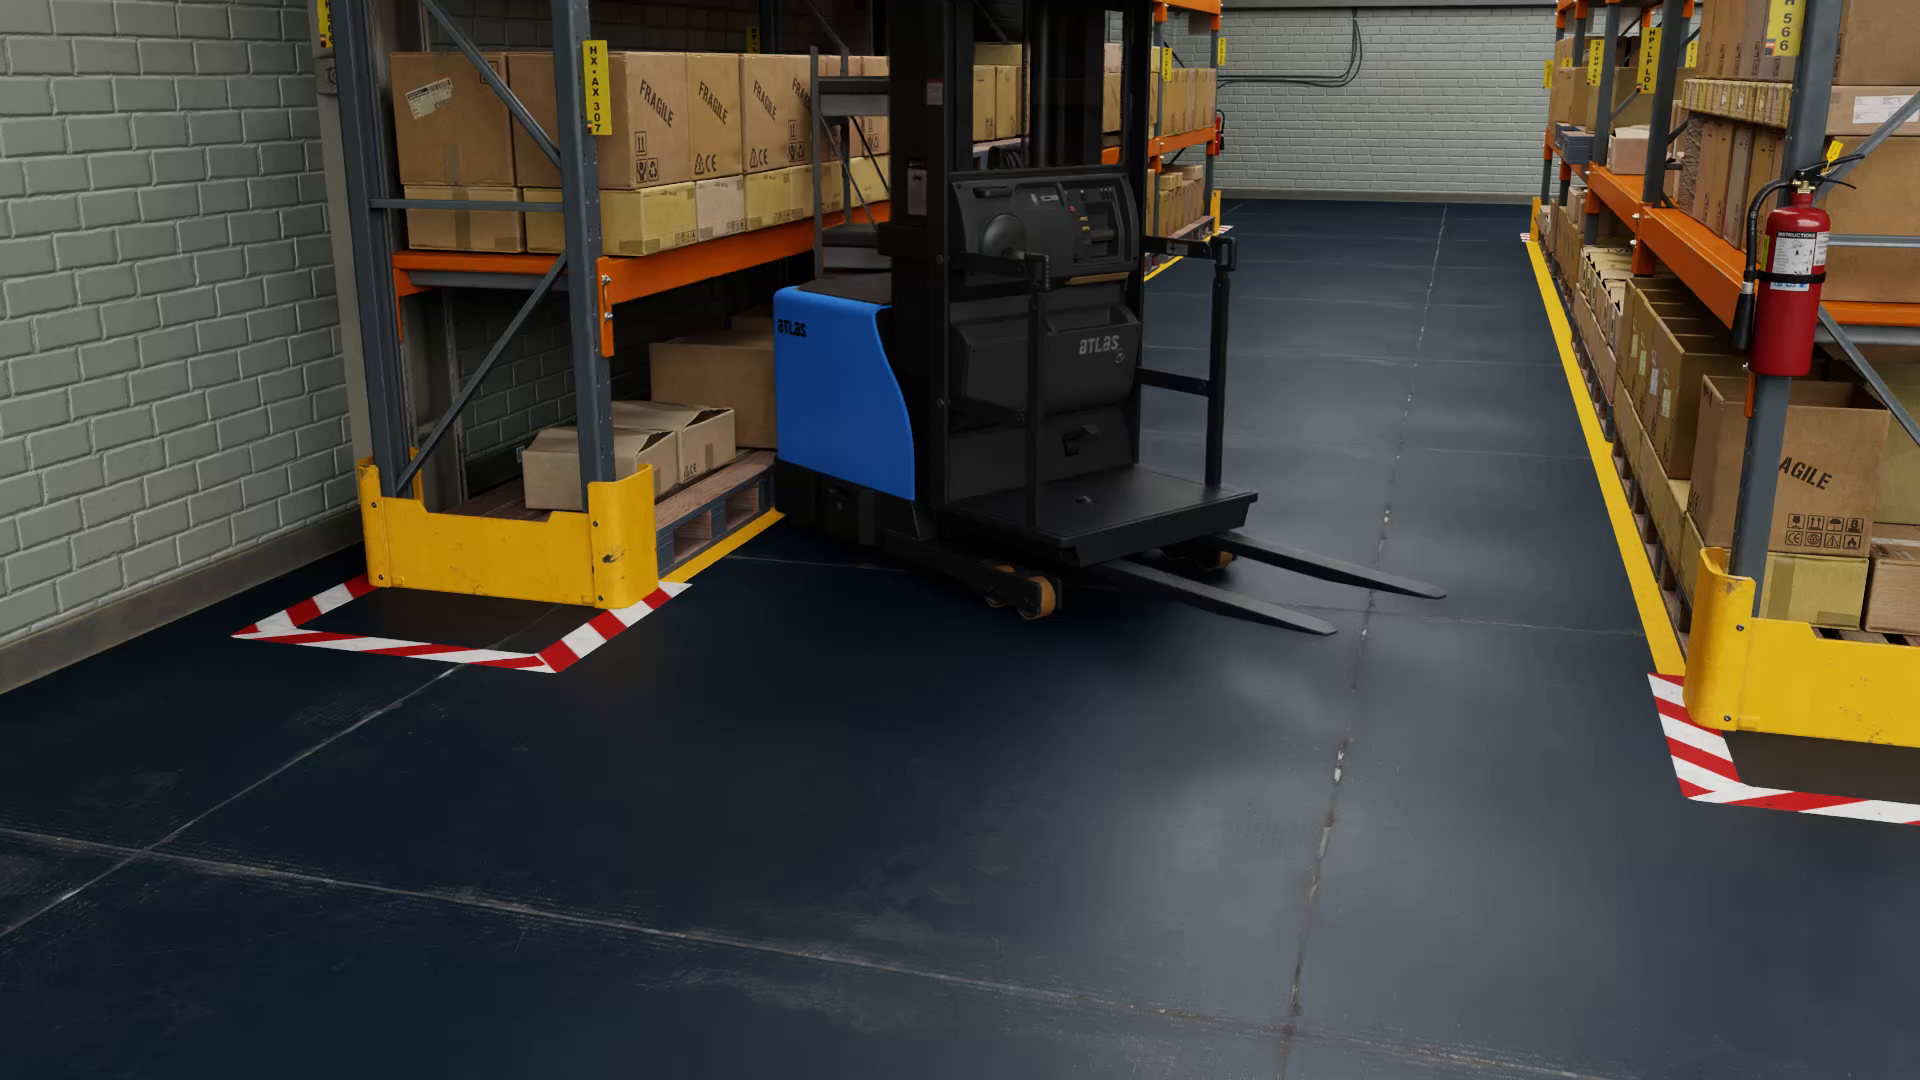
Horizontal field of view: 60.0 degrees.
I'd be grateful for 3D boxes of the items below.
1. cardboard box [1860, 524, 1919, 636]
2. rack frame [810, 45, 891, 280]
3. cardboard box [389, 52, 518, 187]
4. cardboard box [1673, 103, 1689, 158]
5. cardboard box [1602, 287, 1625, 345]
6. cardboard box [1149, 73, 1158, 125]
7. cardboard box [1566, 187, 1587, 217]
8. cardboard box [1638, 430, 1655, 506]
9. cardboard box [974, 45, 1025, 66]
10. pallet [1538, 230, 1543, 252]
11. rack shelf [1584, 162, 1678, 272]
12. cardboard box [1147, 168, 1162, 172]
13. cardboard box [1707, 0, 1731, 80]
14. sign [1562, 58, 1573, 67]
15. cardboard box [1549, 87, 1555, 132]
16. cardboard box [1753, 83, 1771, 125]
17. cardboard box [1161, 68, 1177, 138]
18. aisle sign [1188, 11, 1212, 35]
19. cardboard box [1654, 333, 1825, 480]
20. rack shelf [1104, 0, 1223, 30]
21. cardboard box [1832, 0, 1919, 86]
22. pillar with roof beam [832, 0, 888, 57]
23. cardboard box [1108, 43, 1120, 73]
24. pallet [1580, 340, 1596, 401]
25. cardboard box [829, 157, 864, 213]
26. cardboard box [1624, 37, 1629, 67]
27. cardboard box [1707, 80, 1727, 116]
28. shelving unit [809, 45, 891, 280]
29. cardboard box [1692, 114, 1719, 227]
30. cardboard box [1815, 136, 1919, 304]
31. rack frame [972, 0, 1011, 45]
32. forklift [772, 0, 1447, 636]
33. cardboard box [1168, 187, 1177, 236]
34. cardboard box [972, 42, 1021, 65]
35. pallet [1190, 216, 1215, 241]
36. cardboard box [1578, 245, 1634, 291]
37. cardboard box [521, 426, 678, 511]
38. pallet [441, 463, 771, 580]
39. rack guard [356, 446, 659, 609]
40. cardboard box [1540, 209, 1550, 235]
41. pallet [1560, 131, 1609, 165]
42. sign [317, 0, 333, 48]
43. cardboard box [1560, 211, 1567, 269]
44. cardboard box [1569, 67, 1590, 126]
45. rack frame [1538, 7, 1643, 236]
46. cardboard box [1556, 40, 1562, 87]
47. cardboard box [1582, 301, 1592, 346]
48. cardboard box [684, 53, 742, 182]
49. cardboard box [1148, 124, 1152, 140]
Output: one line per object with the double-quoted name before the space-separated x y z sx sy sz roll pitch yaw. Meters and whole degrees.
"cardboard box" 3.295 0.138 5.614 0.500 0.250 0.500 5 16 16
"rack frame" -0.492 -1.249 7.884 0.400 2.100 0.015 4 16 12
"cardboard box" -1.891 -1.681 6.621 0.500 0.500 0.500 4 16 15
"cardboard box" 4.450 -2.291 9.728 0.500 0.500 0.500 6 17 20
"cardboard box" 4.049 -1.320 9.727 0.500 0.311 0.500 5 17 17
"cardboard box" 1.700 -4.443 16.730 0.500 0.500 0.500 4 16 15
"cardboard box" 5.685 -2.999 14.808 0.500 0.250 0.500 5 16 16
"cardboard box" 3.214 -0.295 7.142 0.500 0.250 0.500 5 16 16
"cardboard box" 0.306 -3.729 12.803 0.380 0.149 0.250 2 16 7
"pallet" 7.229 -3.475 19.195 1.003 0.211 1.213 5 16 16
"rack shelf" 4.635 -2.083 10.495 1.077 0.370 4.000 5 16 16
"cardboard box" 2.181 -4.333 19.730 0.380 0.149 0.250 5 17 17
"cardboard box" 3.804 -2.329 7.484 0.700 0.500 0.500 5 16 16
"sign" 5.818 -4.455 15.954 0.100 0.325 0.005 5 16 16
"cardboard box" 6.956 -4.862 18.792 0.500 0.500 0.500 4 16 15
"cardboard box" 3.149 -1.604 6.116 0.380 0.149 0.250 5 17 18
"cardboard box" 1.759 -4.667 17.737 0.980 0.700 0.700 5 17 17
"aisle sign" 3.034 -6.675 20.601 0.394 0.787 0.004 5 16 16
"cardboard box" 3.067 -0.525 6.580 0.500 0.500 0.500 5 16 16
"rack shelf" 2.158 -6.002 18.815 1.077 0.370 4.000 5 16 16
"cardboard box" 3.090 -1.667 5.147 0.700 0.500 0.500 5 16 16
"pillar with roof beam" 3.381 -5.615 10.634 9.100 9.000 0.400 5 16 16
"cardboard box" 1.119 -4.268 14.739 0.500 0.250 0.500 5 17 16
"pallet" 4.583 -1.080 10.751 1.003 0.211 1.213 5 16 16
"cardboard box" -0.806 -1.817 8.475 0.500 0.250 0.500 5 16 16
"cardboard box" 6.890 -4.764 16.614 0.500 0.500 0.500 4 16 14
"cardboard box" 3.515 -1.943 7.312 0.380 0.149 0.250 4 16 14
"shelving unit" -0.438 -1.314 8.112 0.431 2.100 0.503 4 16 12
"cardboard box" 3.803 -1.699 7.639 0.700 0.500 0.500 4 16 15
"cardboard box" 3.075 -1.029 5.276 0.700 0.500 0.500 5 16 16
"rack frame" 0.453 -3.336 13.592 1.000 3.000 0.127 5 16 16
"forklift" 0.487 -1.263 6.411 1.130 2.935 3.031 -13 20 -38
"cardboard box" 2.046 -3.700 18.690 0.700 0.500 0.500 4 16 15
"cardboard box" 0.333 -4.036 13.922 0.500 0.250 0.500 5 17 17
"pallet" 2.574 -3.872 20.593 1.003 0.211 1.213 5 16 16
"cardboard box" 4.773 -1.987 12.080 0.500 0.311 0.500 5 17 18
"cardboard box" -1.538 -0.335 7.133 0.500 0.311 0.500 3 16 10
"pallet" -1.534 -0.131 7.403 1.003 0.211 1.213 5 16 16
"rack guard" -1.799 -0.060 6.624 1.175 0.500 0.348 5 16 16
"cardboard box" 6.766 -3.552 18.589 0.500 0.250 0.500 5 16 16
"pallet" 5.329 -3.043 12.912 1.213 0.211 1.003 5 16 16
"sign" -2.347 -2.000 6.182 0.100 0.325 0.005 5 16 16
"cardboard box" 5.828 -2.760 15.337 0.500 0.500 0.500 5 17 17
"cardboard box" 5.856 -3.958 14.832 0.700 0.500 0.500 7 17 25
"rack frame" 7.477 -5.045 19.620 1.000 3.000 0.127 5 16 16
"cardboard box" 6.810 -5.211 18.189 0.500 0.500 0.500 5 17 17
"cardboard box" 4.489 -1.449 11.211 0.500 0.250 0.500 4 16 14
"cardboard box" -1.247 -1.771 6.940 0.500 0.500 0.500 5 16 16
"cardboard box" 1.716 -4.093 16.685 0.380 0.149 0.250 5 17 17
